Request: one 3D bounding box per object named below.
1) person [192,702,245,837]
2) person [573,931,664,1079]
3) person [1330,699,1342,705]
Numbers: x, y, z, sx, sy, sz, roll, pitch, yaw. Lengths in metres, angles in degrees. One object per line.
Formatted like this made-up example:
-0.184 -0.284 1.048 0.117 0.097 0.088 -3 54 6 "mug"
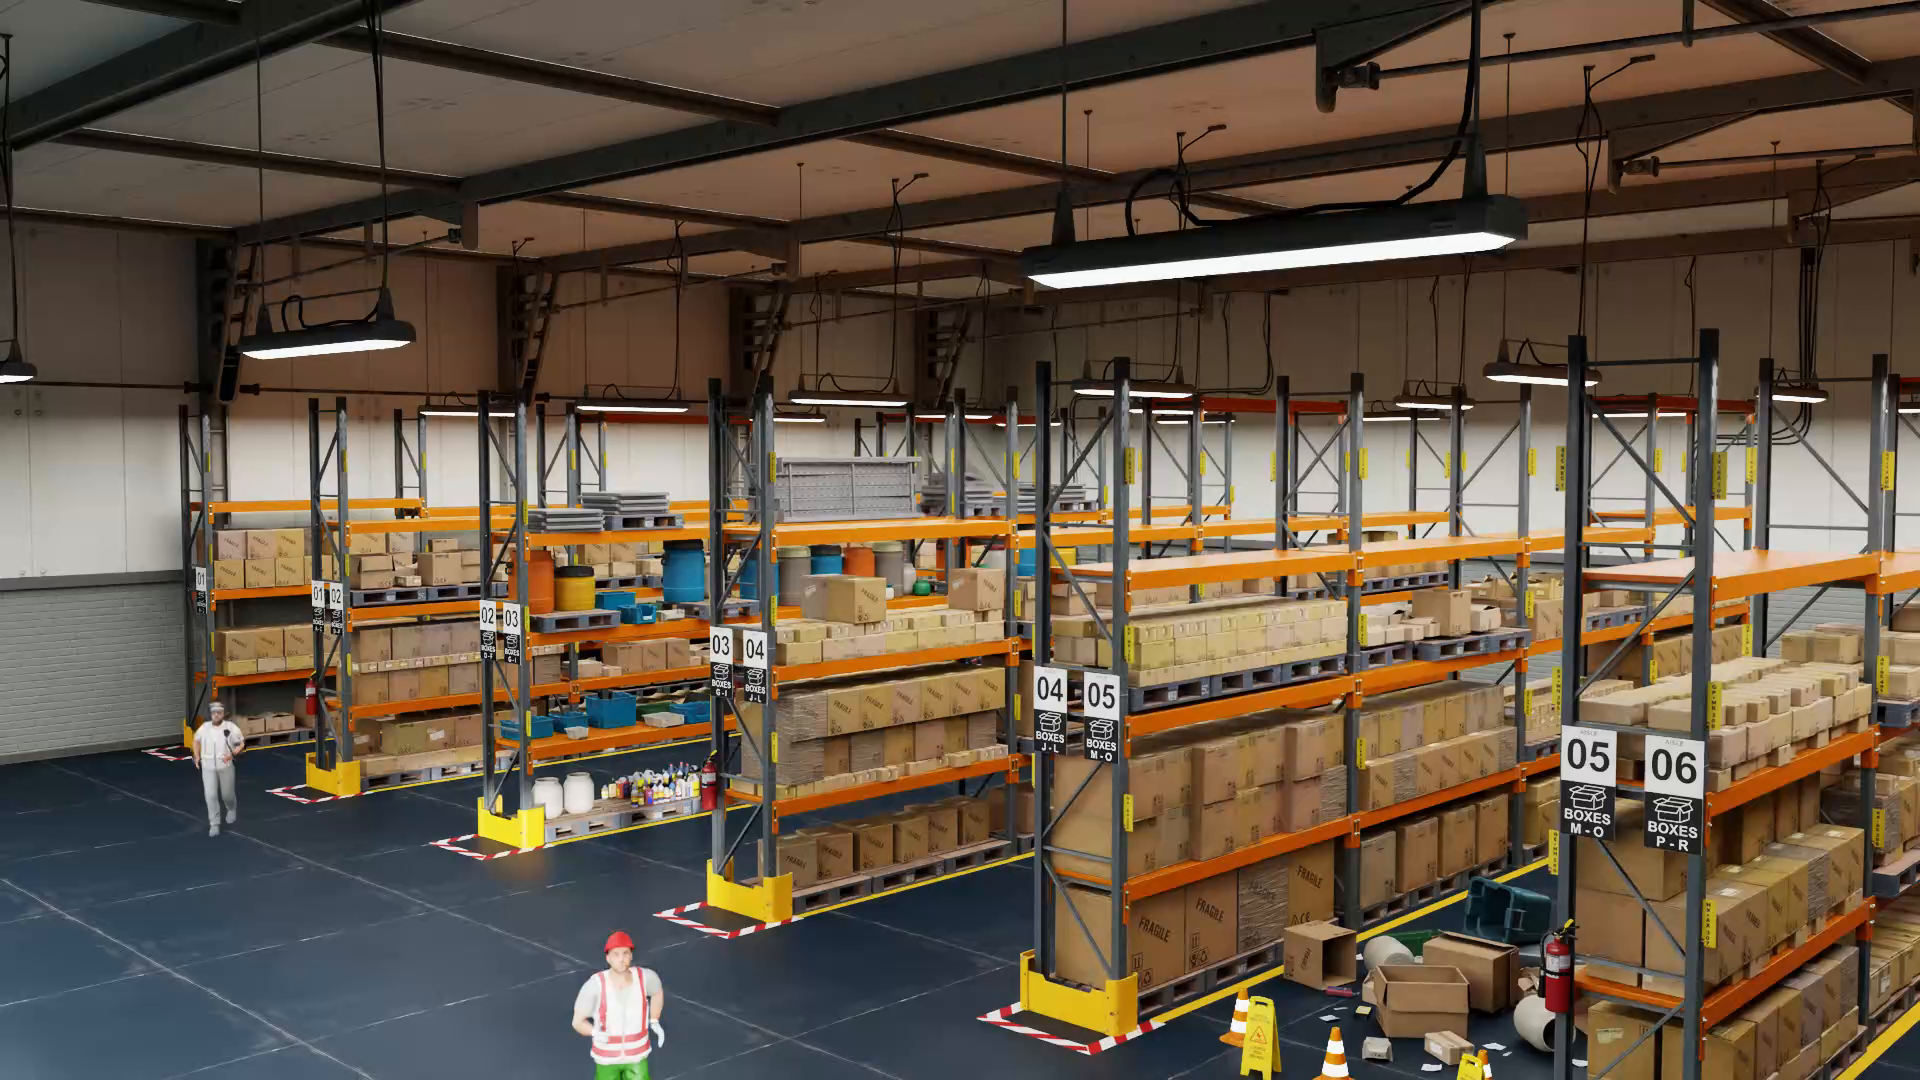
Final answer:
-10.128 3.087 22.710 0.683 1.780 0.783 -1 3 -16 "person"
-2.373 3.627 11.636 0.654 1.783 0.988 -1 3 -17 "person"
5.129 3.080 22.679 0.631 1.823 0.693 2 4 36 "person"
